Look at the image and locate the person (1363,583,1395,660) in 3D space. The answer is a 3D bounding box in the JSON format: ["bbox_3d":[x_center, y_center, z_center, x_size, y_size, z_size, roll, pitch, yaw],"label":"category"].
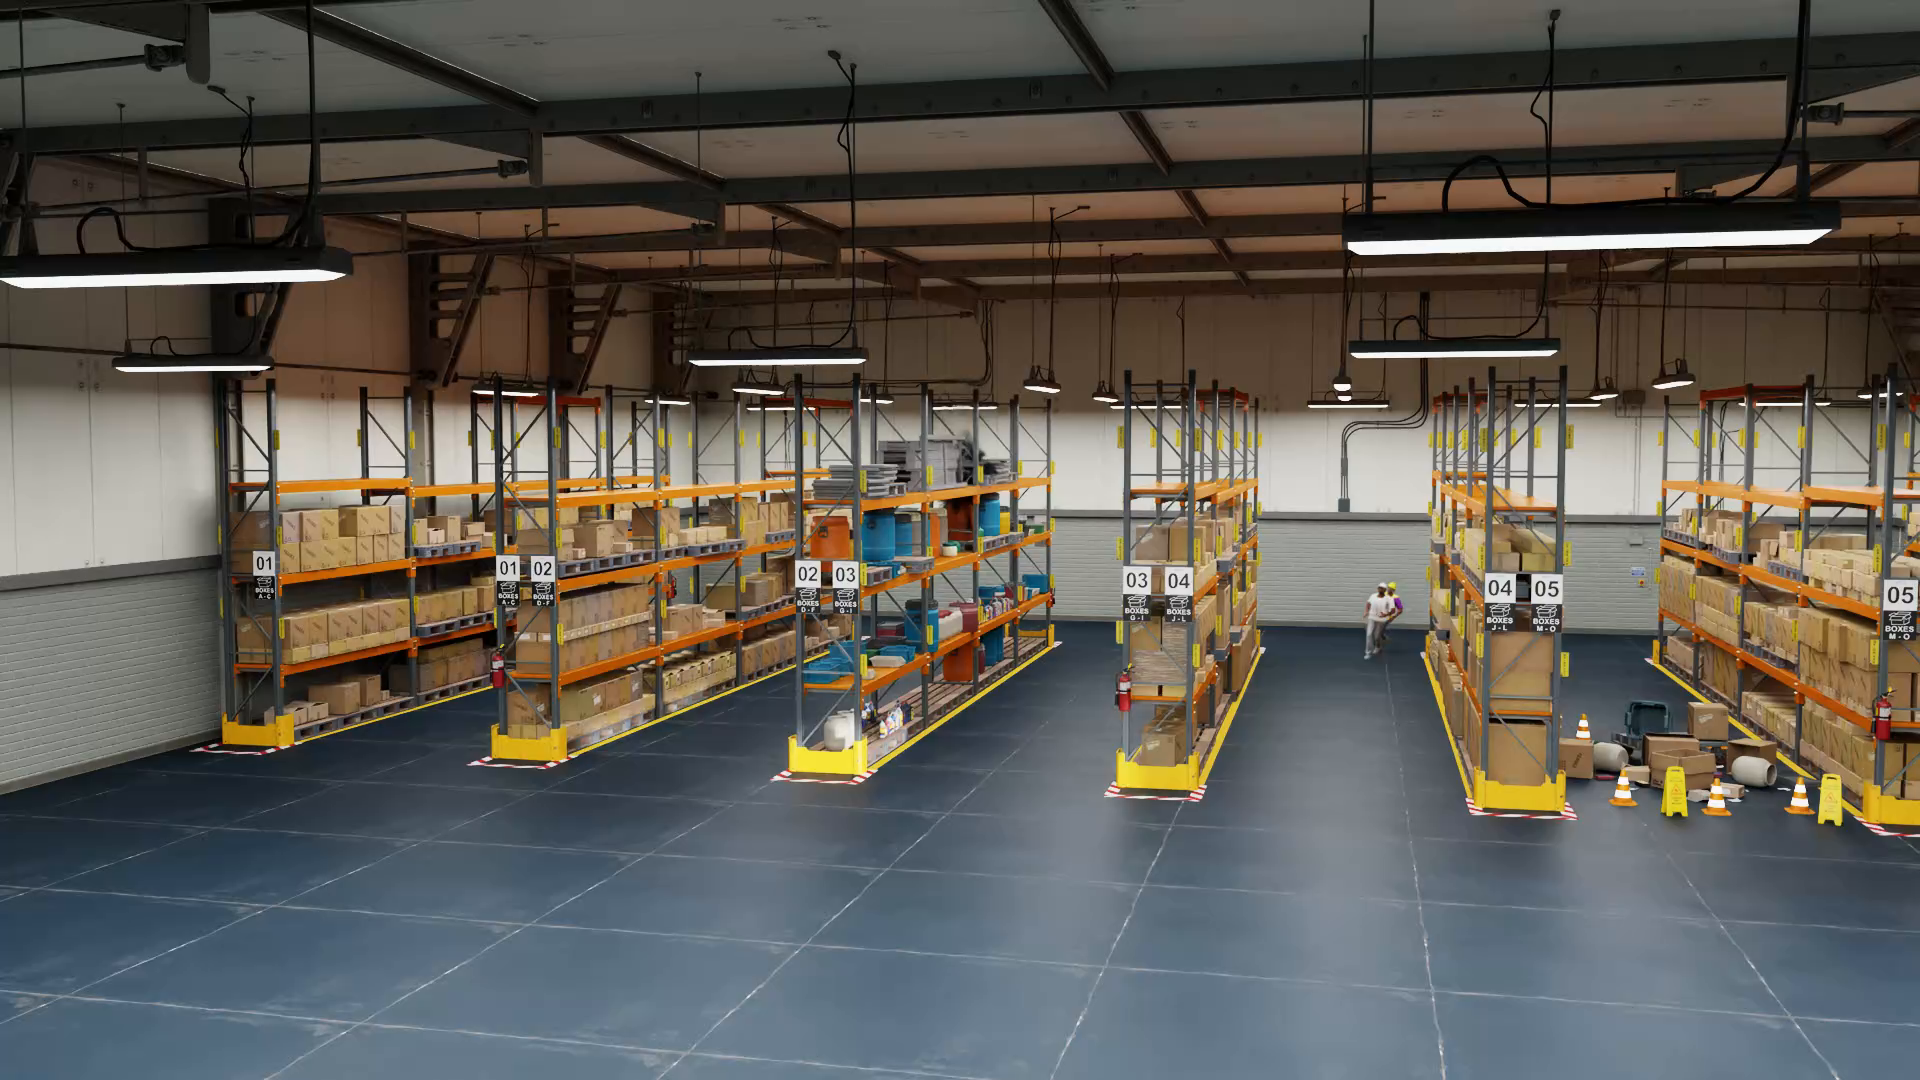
[{"bbox_3d":[9.562,1.846,38.033,0.744,1.751,0.871,2,4,32],"label":"person"}]

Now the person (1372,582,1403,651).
[{"bbox_3d":[10.134,1.813,39.353,0.690,1.657,0.843,-2,4,-36],"label":"person"}]
